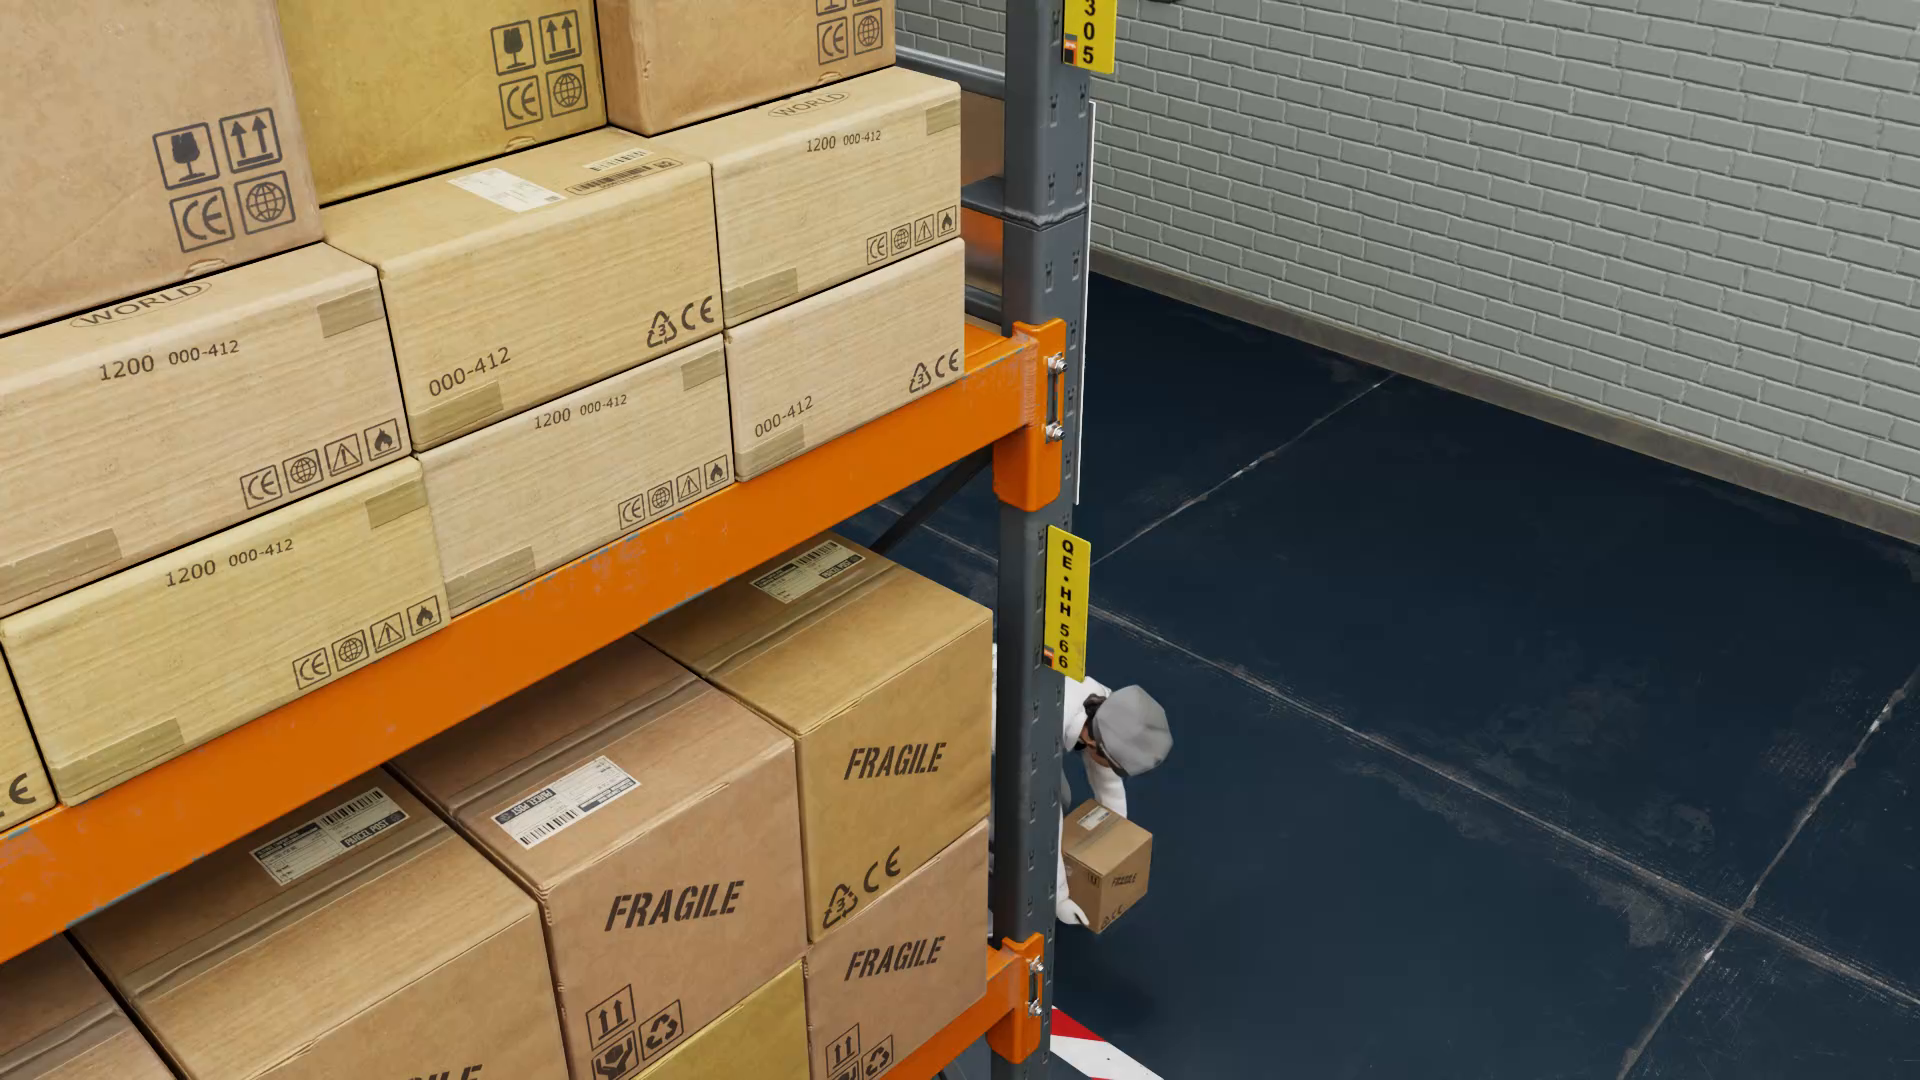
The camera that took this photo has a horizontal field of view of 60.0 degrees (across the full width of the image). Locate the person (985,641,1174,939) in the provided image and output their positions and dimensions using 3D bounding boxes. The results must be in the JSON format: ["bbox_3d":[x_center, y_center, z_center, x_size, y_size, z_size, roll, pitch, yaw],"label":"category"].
[{"bbox_3d":[0.253,0.825,5.288,0.440,1.145,0.915,-27,40,-36],"label":"person"}]
